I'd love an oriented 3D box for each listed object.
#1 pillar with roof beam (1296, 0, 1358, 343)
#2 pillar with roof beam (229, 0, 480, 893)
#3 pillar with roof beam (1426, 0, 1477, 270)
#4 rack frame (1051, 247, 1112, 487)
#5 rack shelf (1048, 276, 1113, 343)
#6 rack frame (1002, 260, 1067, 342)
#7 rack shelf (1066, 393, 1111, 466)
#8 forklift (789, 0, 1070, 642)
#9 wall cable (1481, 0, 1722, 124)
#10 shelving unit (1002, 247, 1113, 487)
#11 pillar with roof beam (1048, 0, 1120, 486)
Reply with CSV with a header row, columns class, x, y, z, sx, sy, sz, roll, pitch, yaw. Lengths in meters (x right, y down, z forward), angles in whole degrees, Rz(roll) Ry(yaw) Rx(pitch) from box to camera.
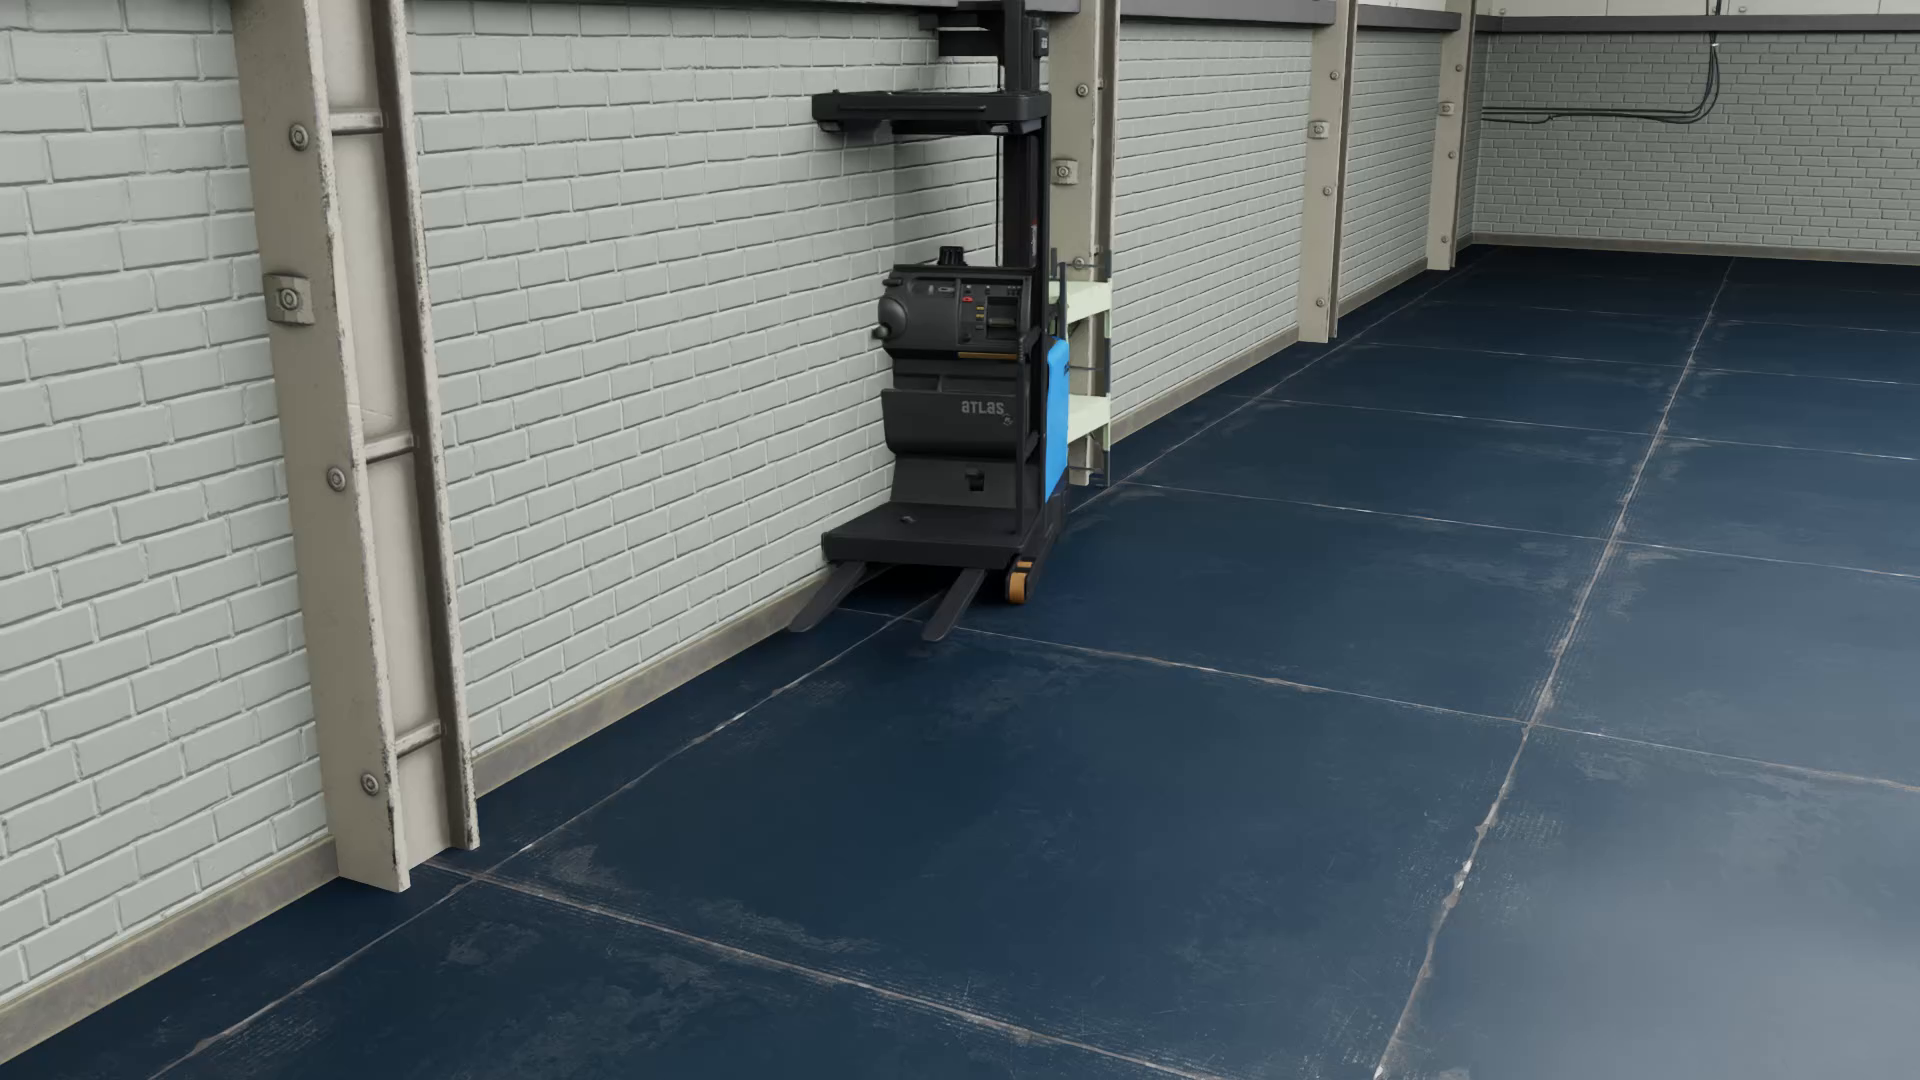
class,x,y,z,sx,sy,sz,roll,pitch,yaw
pillar with roof beam,7.291,-5.713,12.956,9.100,9.000,0.400,8,18,25
pillar with roof beam,1.929,-2.657,2.665,9.100,9.000,0.400,8,18,25
pillar with roof beam,9.972,-7.242,18.101,9.100,9.000,0.400,8,18,25
rack frame,0.760,-1.081,10.491,0.400,1.500,0.023,7,17,25
rack shelf,0.595,-1.365,10.069,0.431,0.370,0.720,7,17,25
rack frame,0.440,-0.898,9.858,0.400,1.500,0.023,7,17,25
rack shelf,0.604,-0.676,10.263,0.431,0.370,0.720,7,17,25
forklift,-0.134,-1.192,8.389,1.130,2.935,3.031,3,17,11
wall cable,8.620,-6.883,22.347,3.097,2.526,0.112,8,18,25
shelving unit,0.600,-0.990,10.175,0.431,1.500,0.755,7,17,25
pillar with roof beam,4.610,-4.185,7.810,9.100,9.000,0.400,8,18,25
